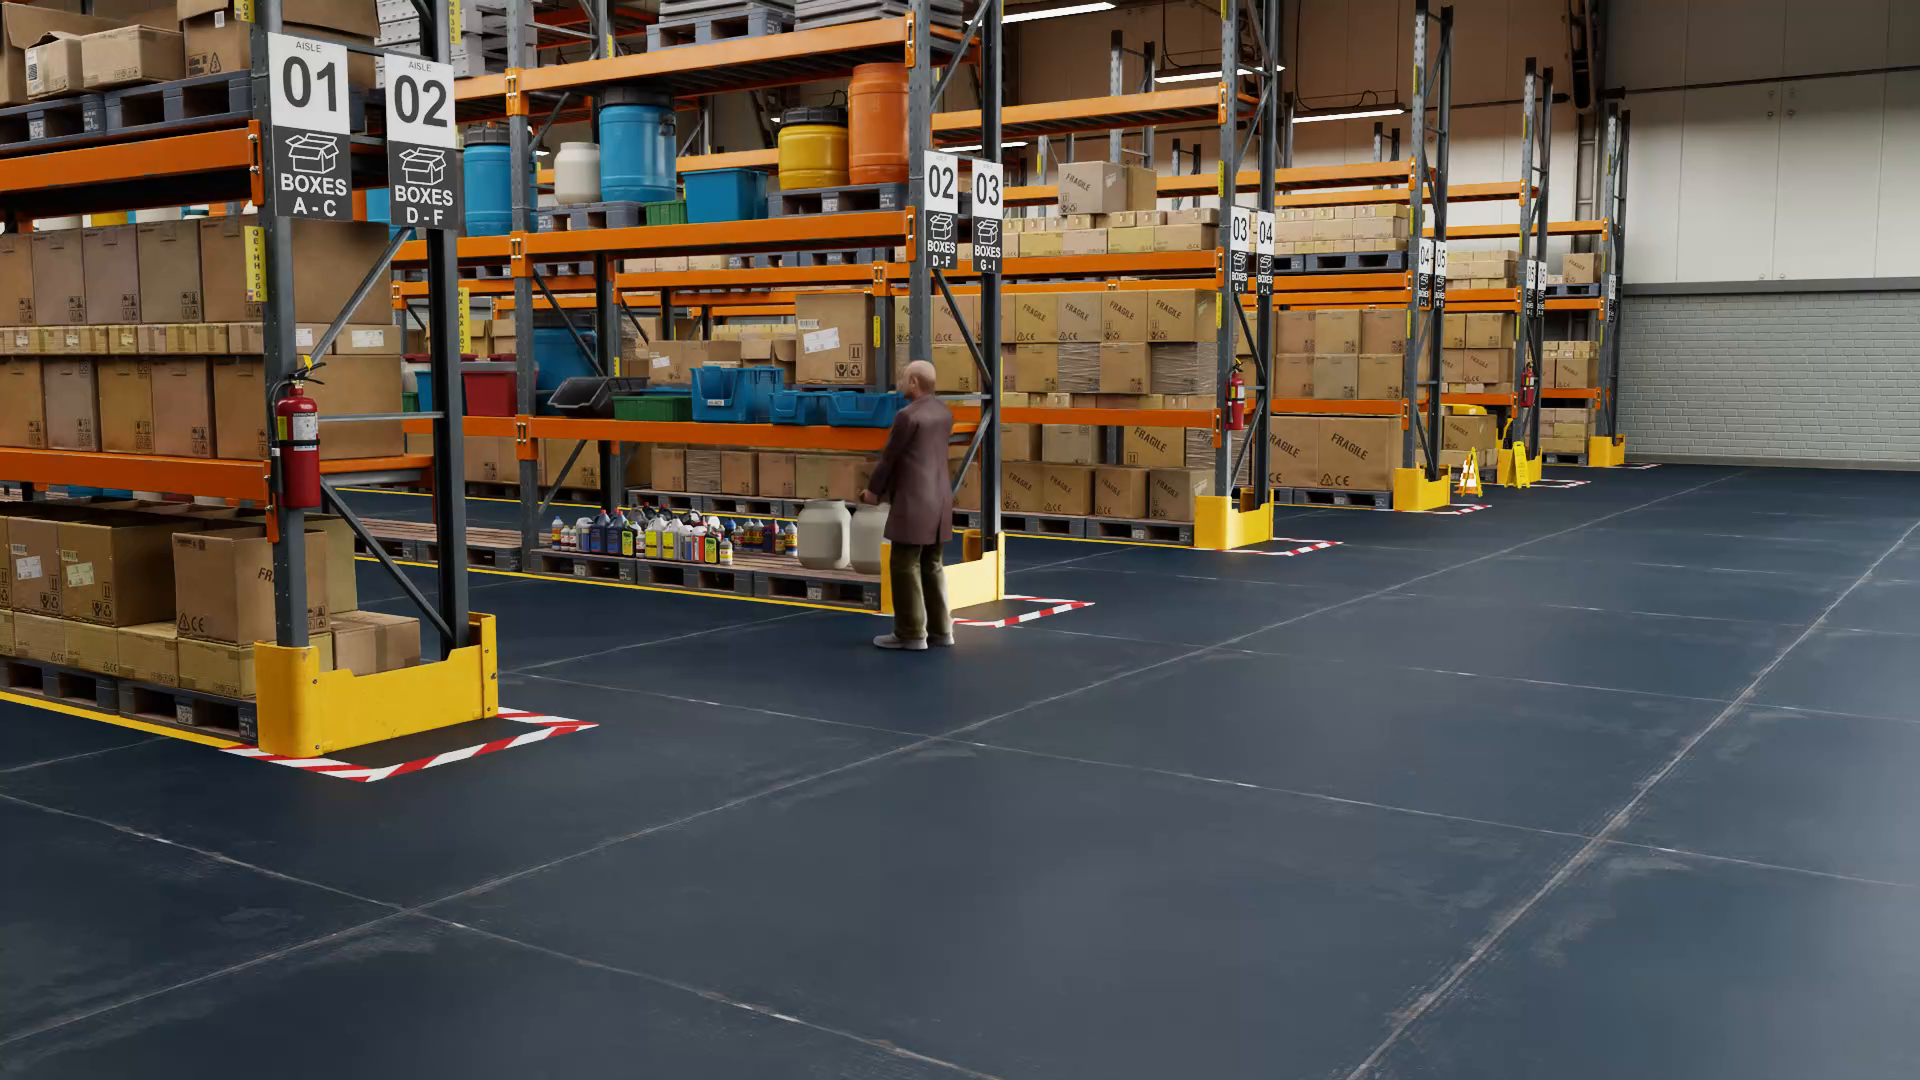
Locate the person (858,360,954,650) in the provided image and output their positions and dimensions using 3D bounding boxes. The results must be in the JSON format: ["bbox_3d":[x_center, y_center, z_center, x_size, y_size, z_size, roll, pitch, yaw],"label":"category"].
[{"bbox_3d":[-0.330,-0.219,10.303,0.559,1.780,0.527,4,7,33],"label":"person"}]
